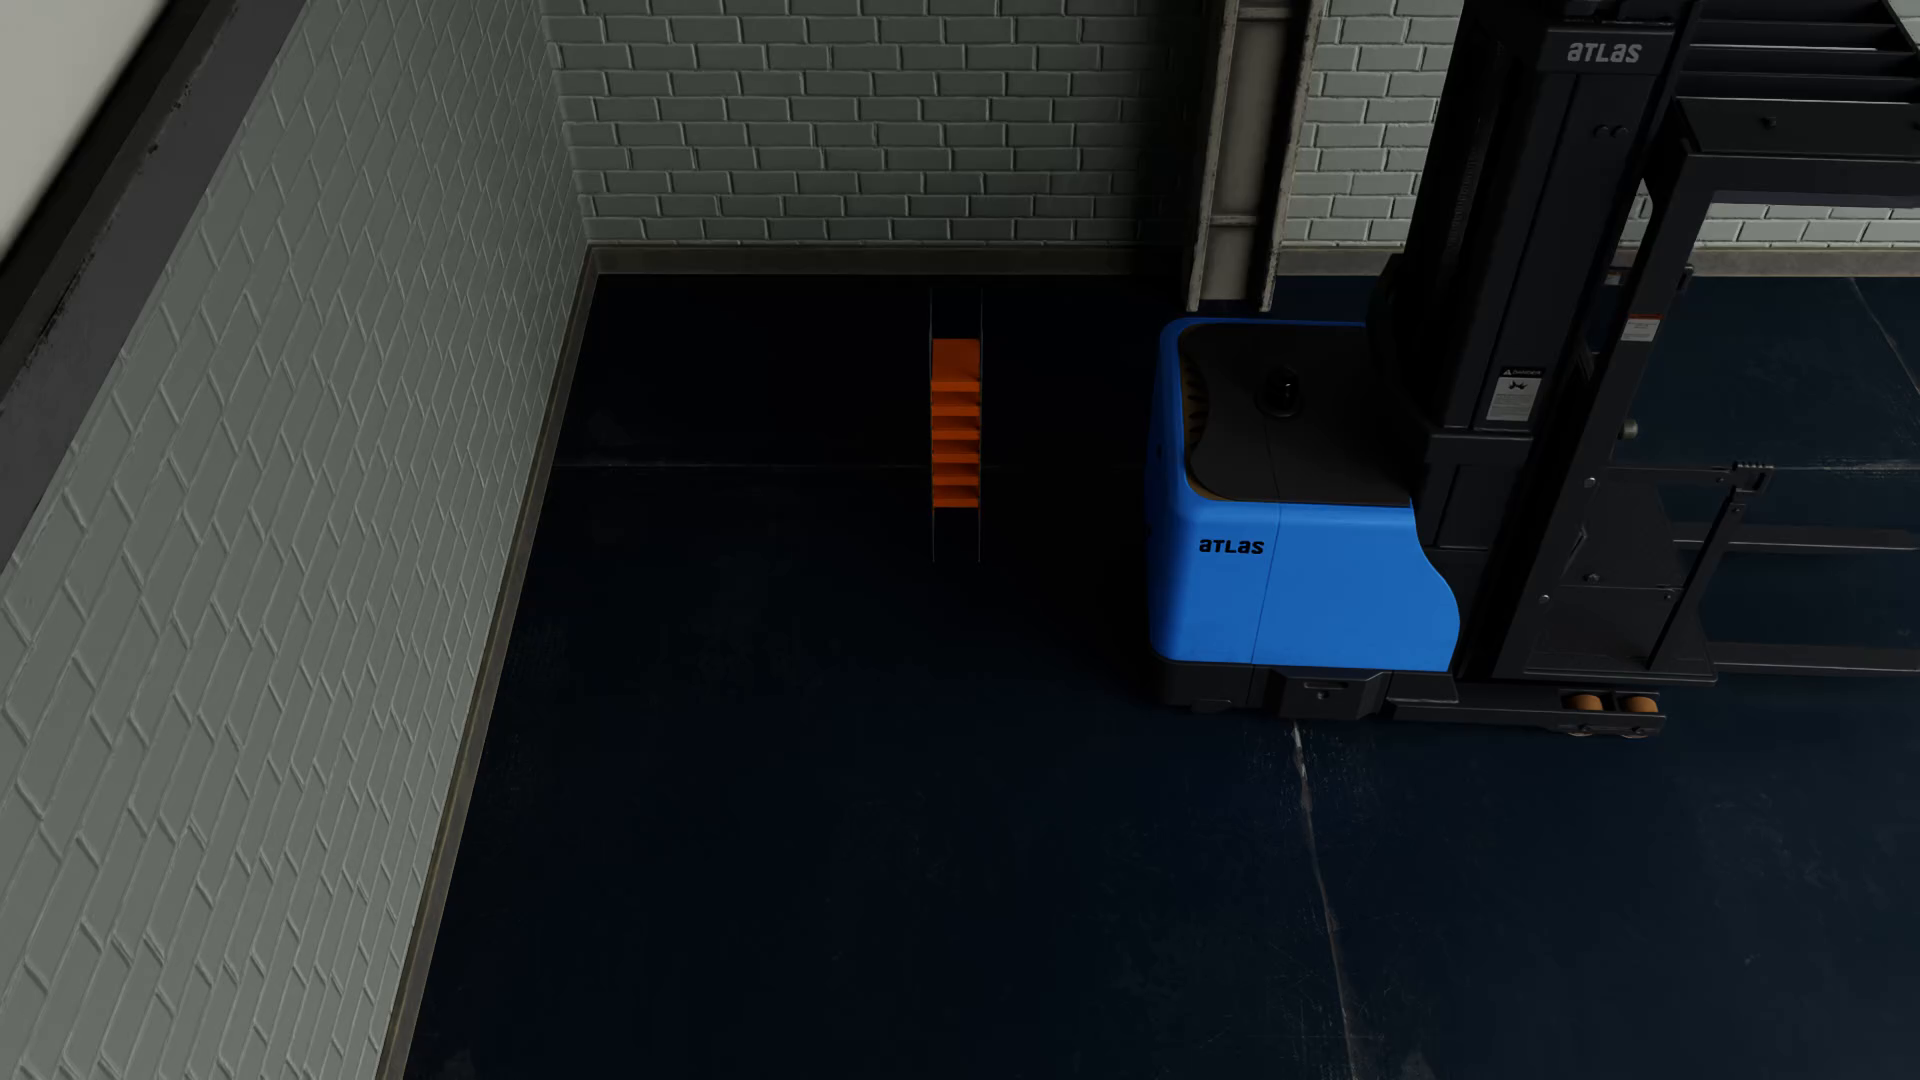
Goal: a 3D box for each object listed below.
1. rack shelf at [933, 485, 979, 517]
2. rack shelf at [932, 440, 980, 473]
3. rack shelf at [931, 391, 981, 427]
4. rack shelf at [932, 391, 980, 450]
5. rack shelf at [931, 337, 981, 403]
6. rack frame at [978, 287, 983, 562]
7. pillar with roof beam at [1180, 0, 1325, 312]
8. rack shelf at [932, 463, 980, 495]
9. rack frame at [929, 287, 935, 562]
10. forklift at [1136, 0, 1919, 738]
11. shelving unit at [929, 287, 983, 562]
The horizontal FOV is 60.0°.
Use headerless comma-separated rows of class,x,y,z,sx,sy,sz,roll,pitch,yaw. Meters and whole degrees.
rack shelf,-0.014,-0.215,6.519,0.180,0.103,0.258,0,47,0
rack shelf,-0.014,-0.379,6.343,0.180,0.103,0.258,0,47,0
rack shelf,-0.014,-0.542,6.168,0.180,0.103,0.258,0,47,0
rack shelf,-0.014,-0.460,6.256,0.180,0.103,0.258,0,47,0
rack shelf,-0.014,-0.624,6.080,0.180,0.103,0.258,0,47,0
rack frame,0.077,-0.409,6.311,0.006,1.200,0.240,0,47,0
pillar with roof beam,1.231,-1.091,1.617,0.400,9.000,9.100,0,47,0
rack shelf,-0.014,-0.297,6.431,0.180,0.103,0.258,0,47,0
rack frame,-0.106,-0.409,6.311,0.006,1.200,0.240,0,47,0
forklift,2.204,-0.677,5.377,3.031,2.935,1.130,2,47,2
shelving unit,-0.014,-0.409,6.311,0.189,1.200,0.258,0,47,0
